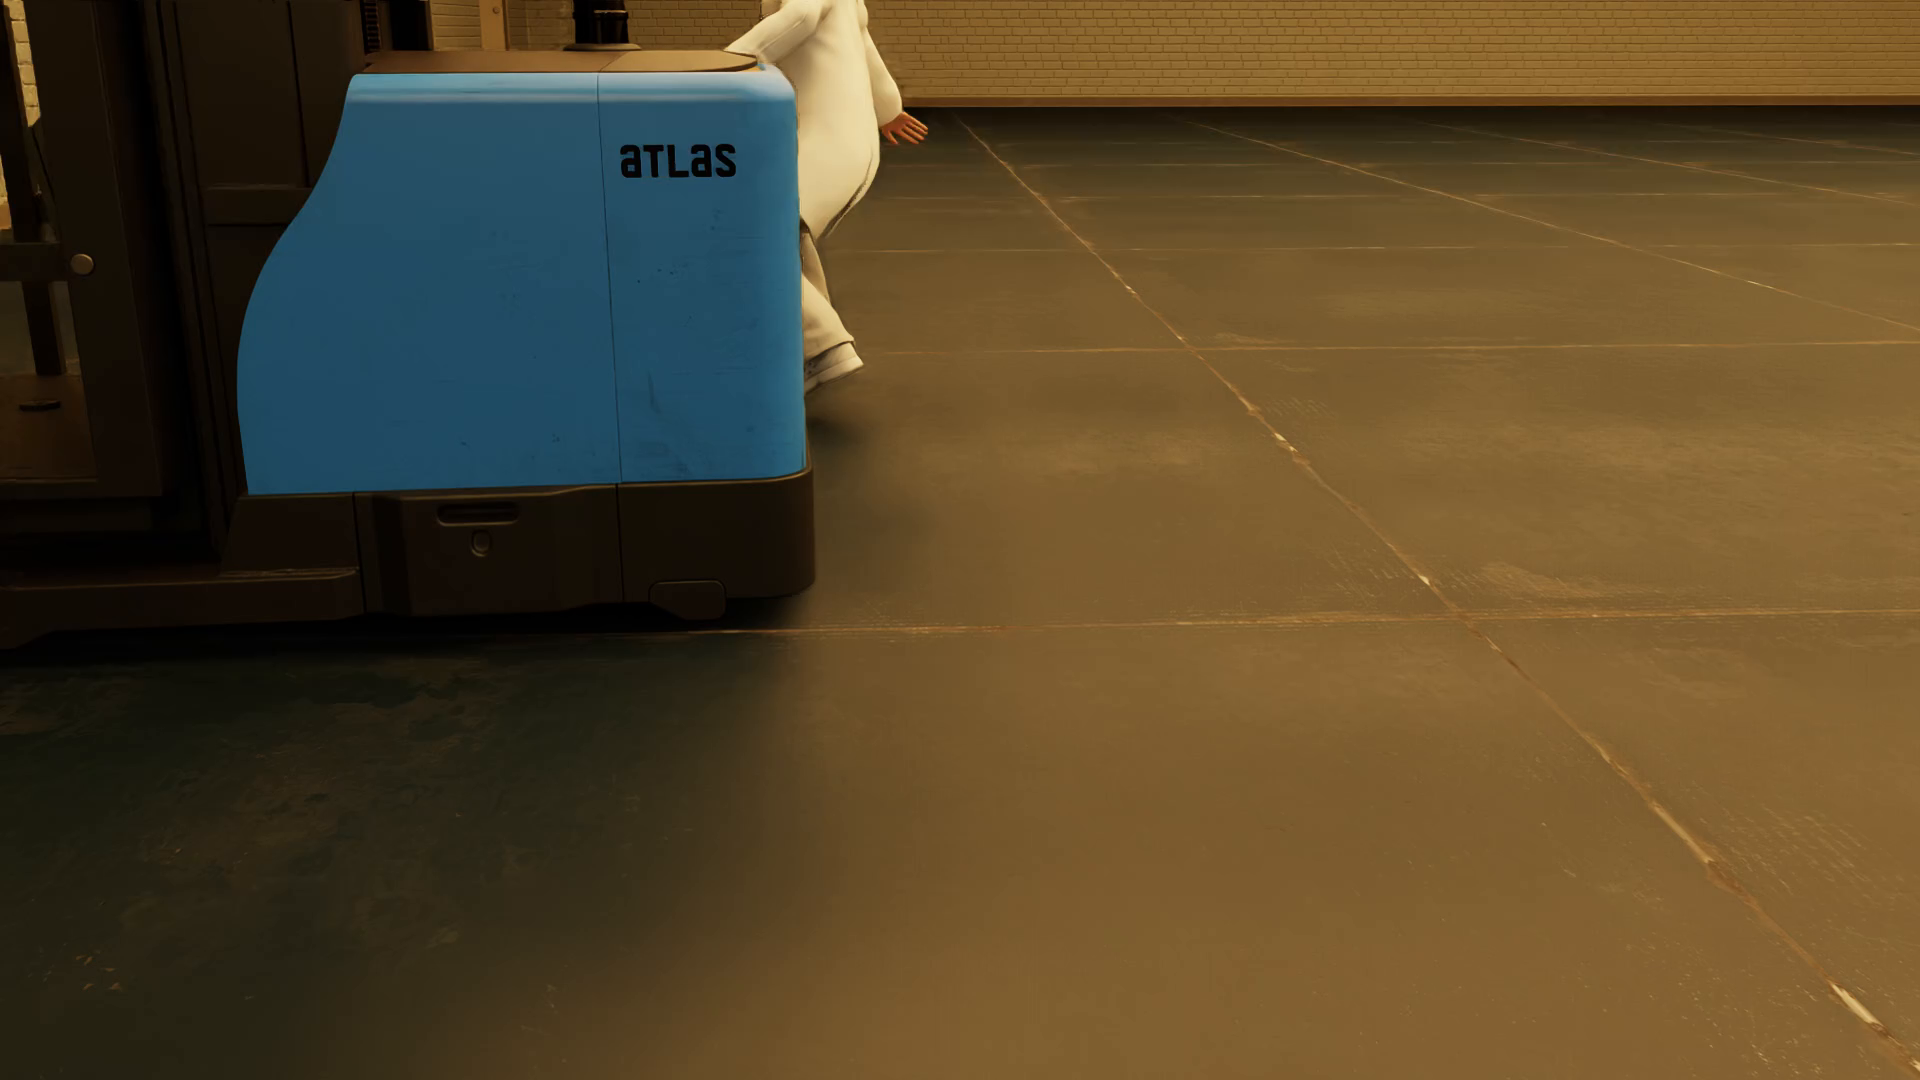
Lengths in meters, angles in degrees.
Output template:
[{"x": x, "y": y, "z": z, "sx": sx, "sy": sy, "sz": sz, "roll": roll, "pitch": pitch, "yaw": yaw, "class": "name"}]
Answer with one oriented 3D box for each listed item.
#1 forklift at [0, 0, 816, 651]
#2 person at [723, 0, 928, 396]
[{"x": -1.851, "y": -1.320, "z": 3.223, "sx": 3.031, "sy": 2.935, "sz": 1.130, "roll": -2, "pitch": 17, "yaw": -7, "class": "forklift"}, {"x": -0.459, "y": -1.257, "z": 5.430, "sx": 0.591, "sy": 1.702, "sz": 1.218, "roll": 4, "pitch": 17, "yaw": 12, "class": "person"}]
